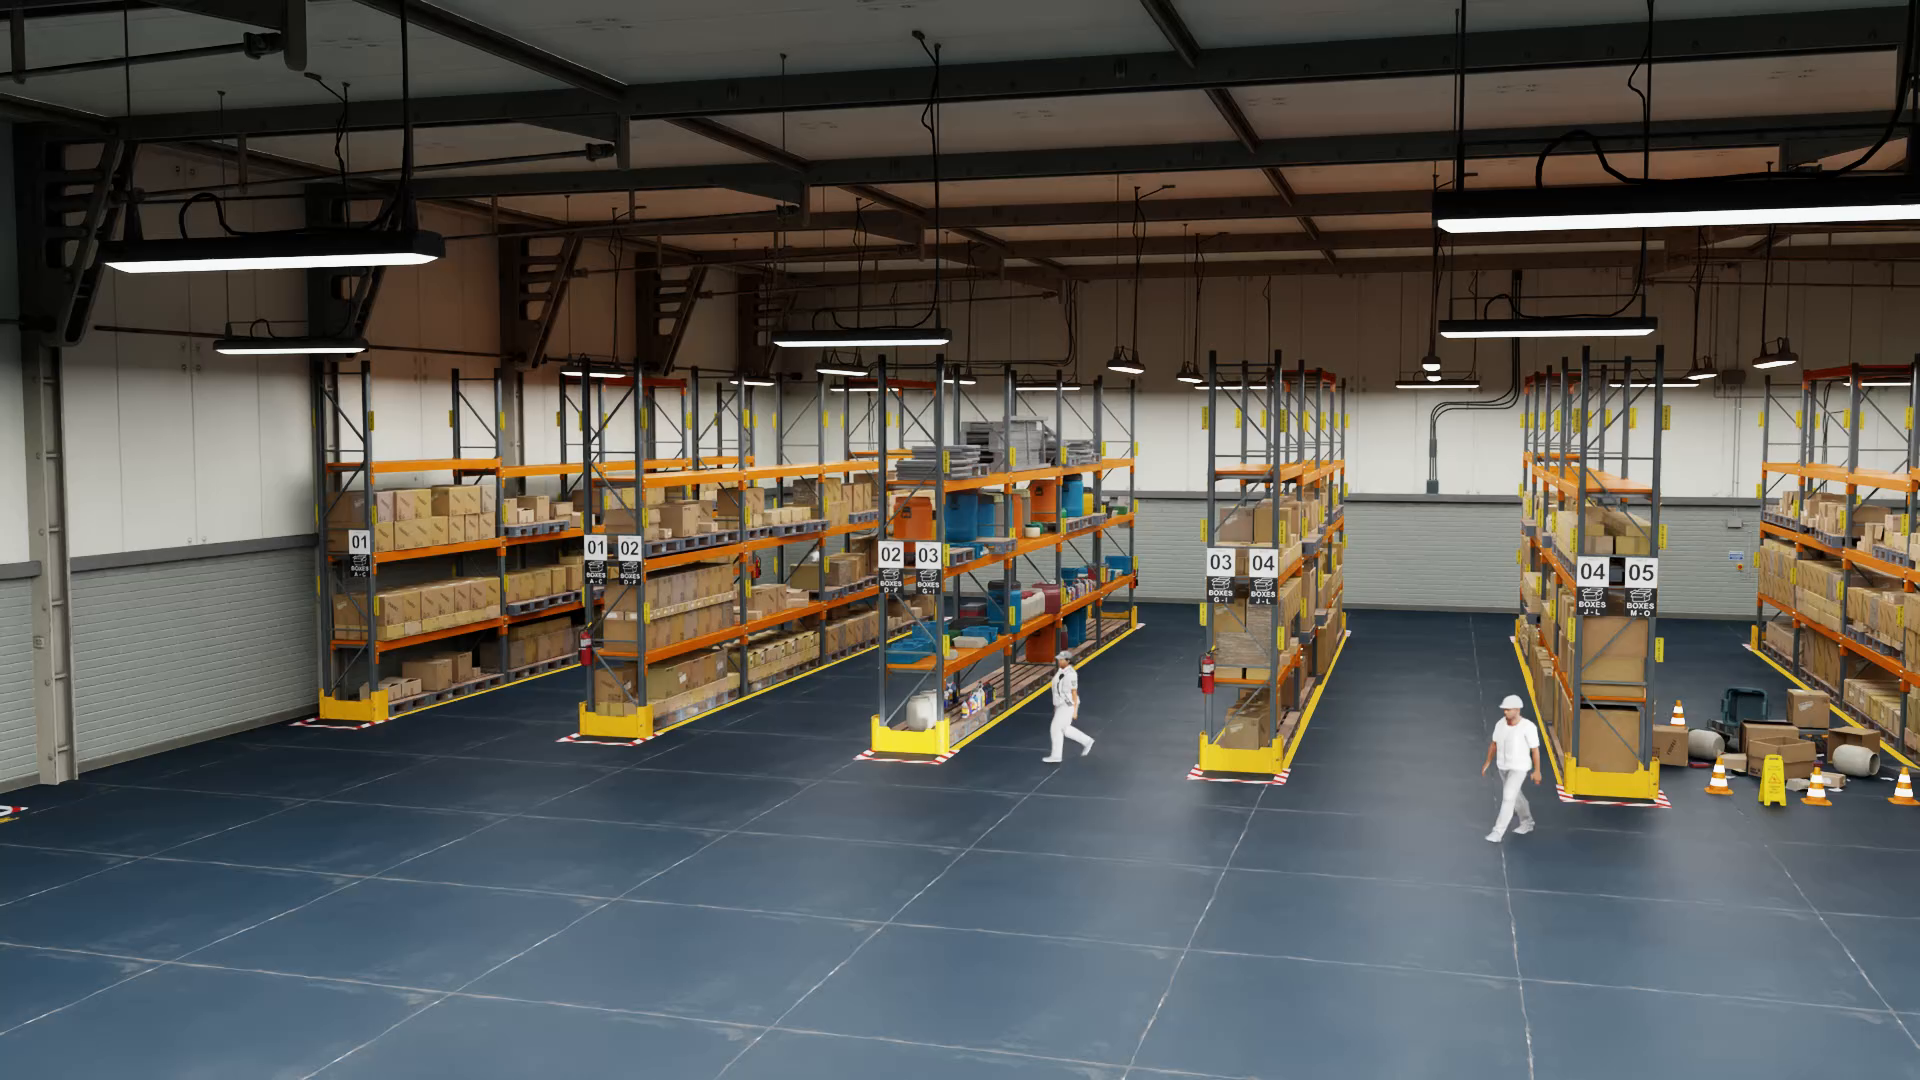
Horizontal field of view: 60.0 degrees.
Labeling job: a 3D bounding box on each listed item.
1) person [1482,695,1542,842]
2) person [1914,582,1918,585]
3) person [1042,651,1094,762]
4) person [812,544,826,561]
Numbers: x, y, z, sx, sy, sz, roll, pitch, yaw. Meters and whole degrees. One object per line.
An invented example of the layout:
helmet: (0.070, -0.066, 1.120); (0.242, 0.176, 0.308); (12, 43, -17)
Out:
person: (6.533, 2.705, 19.849); (1.030, 1.703, 0.600); (-2, 5, -26)
person: (19.655, 1.661, 34.283); (0.596, 1.791, 0.472); (-2, 4, -24)
person: (1.599, 2.424, 24.435); (0.860, 1.617, 0.480); (-1, 4, -14)
person: (-3.850, 0.894, 45.608); (0.393, 1.690, 0.504); (1, 4, 17)
